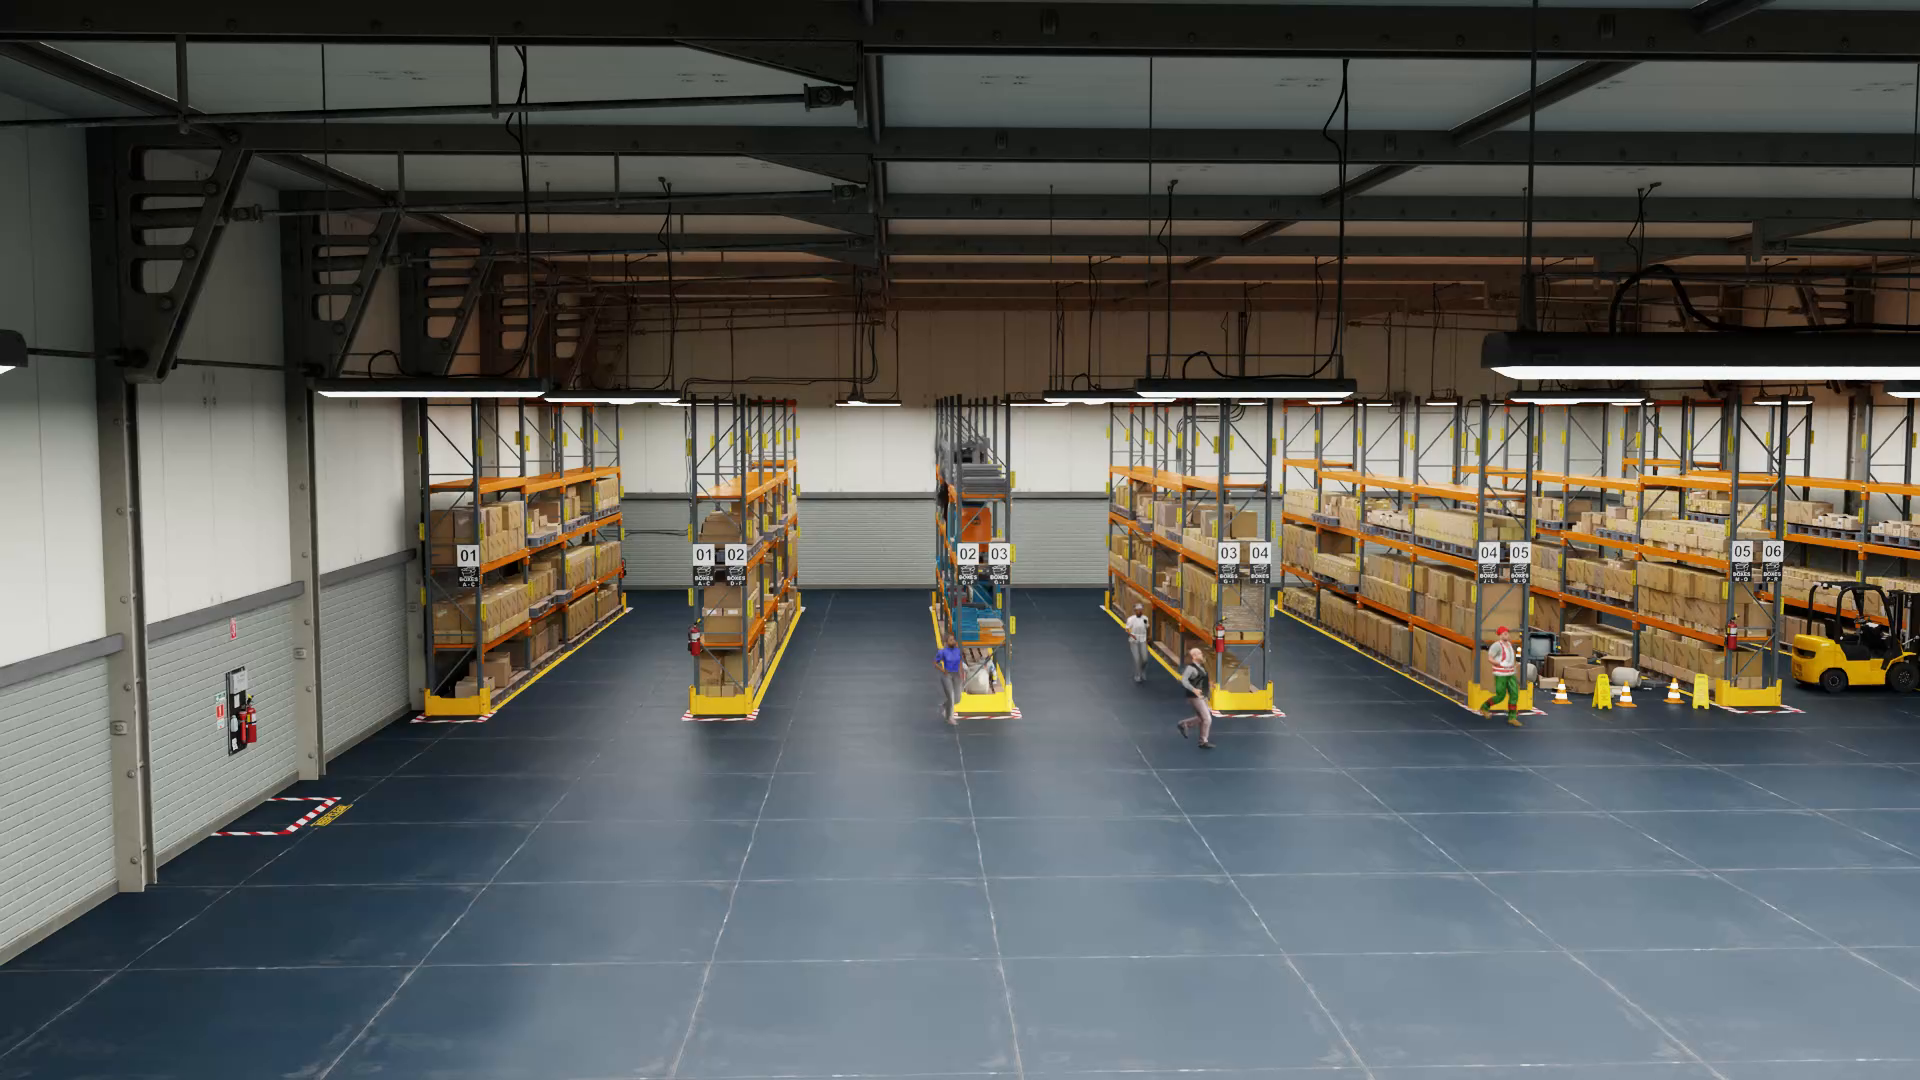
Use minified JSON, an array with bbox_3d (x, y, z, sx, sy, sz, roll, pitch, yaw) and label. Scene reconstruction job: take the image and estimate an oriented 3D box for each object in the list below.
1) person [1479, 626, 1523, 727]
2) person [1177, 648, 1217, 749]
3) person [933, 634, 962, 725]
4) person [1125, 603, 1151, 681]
[{"bbox_3d":[9.839,2.461,30.184,0.666,1.798,0.830,-3,5,-33],"label":"person"},{"bbox_3d":[3.991,2.668,28.156,0.753,1.683,0.666,3,5,31],"label":"person"},{"bbox_3d":[-0.197,2.544,30.397,0.623,1.623,0.603,-3,5,-30],"label":"person"},{"bbox_3d":[3.751,2.145,34.886,0.576,1.656,0.573,0,5,-4],"label":"person"}]
